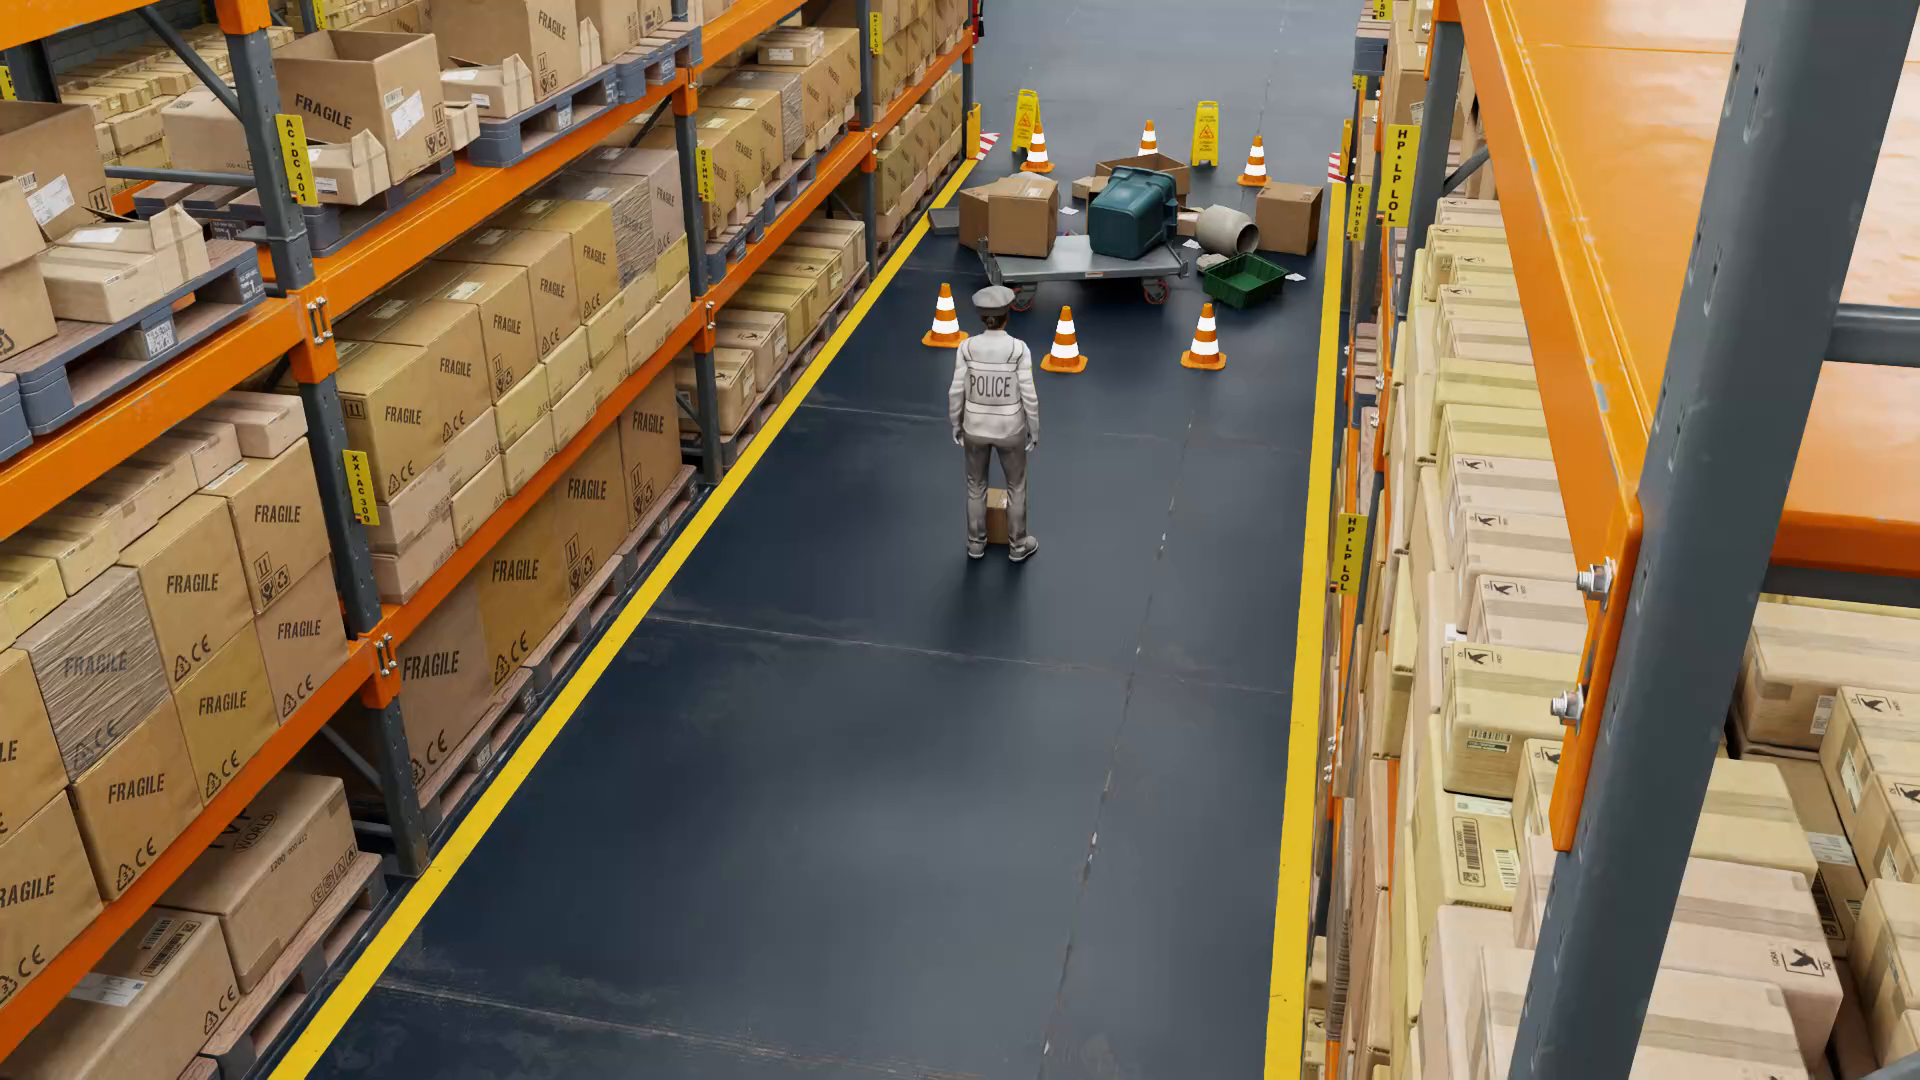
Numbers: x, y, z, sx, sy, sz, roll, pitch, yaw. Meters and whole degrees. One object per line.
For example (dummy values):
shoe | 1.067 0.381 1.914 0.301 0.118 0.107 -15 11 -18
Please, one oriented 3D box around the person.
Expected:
person | 0.202 -0.654 9.788 0.533 1.663 0.378 6 29 10
